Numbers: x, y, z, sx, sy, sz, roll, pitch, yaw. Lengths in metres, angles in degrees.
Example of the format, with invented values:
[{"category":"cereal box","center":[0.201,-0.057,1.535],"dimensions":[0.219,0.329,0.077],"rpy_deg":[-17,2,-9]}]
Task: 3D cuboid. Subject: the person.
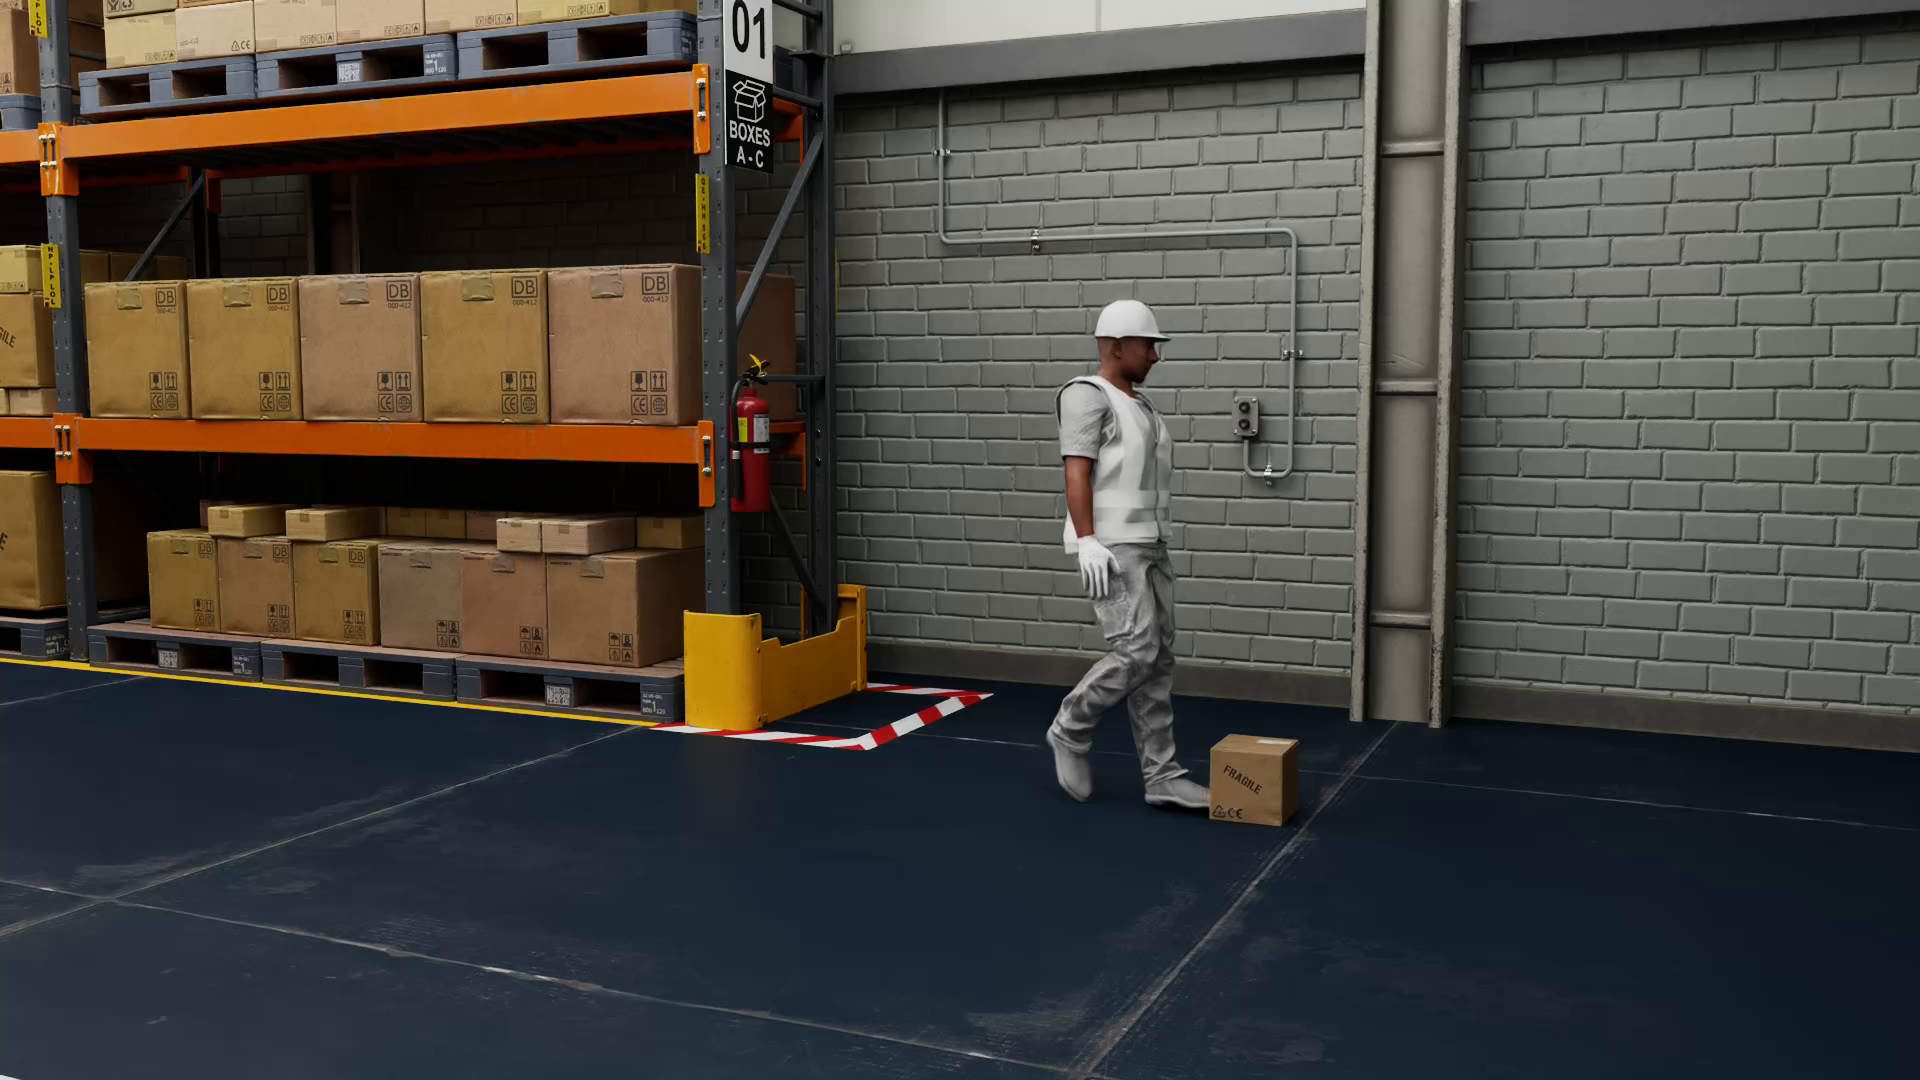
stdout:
[{"category":"person","center":[0.635,0.047,5.829],"dimensions":[0.651,1.772,0.625],"rpy_deg":[3,7,32]}]
